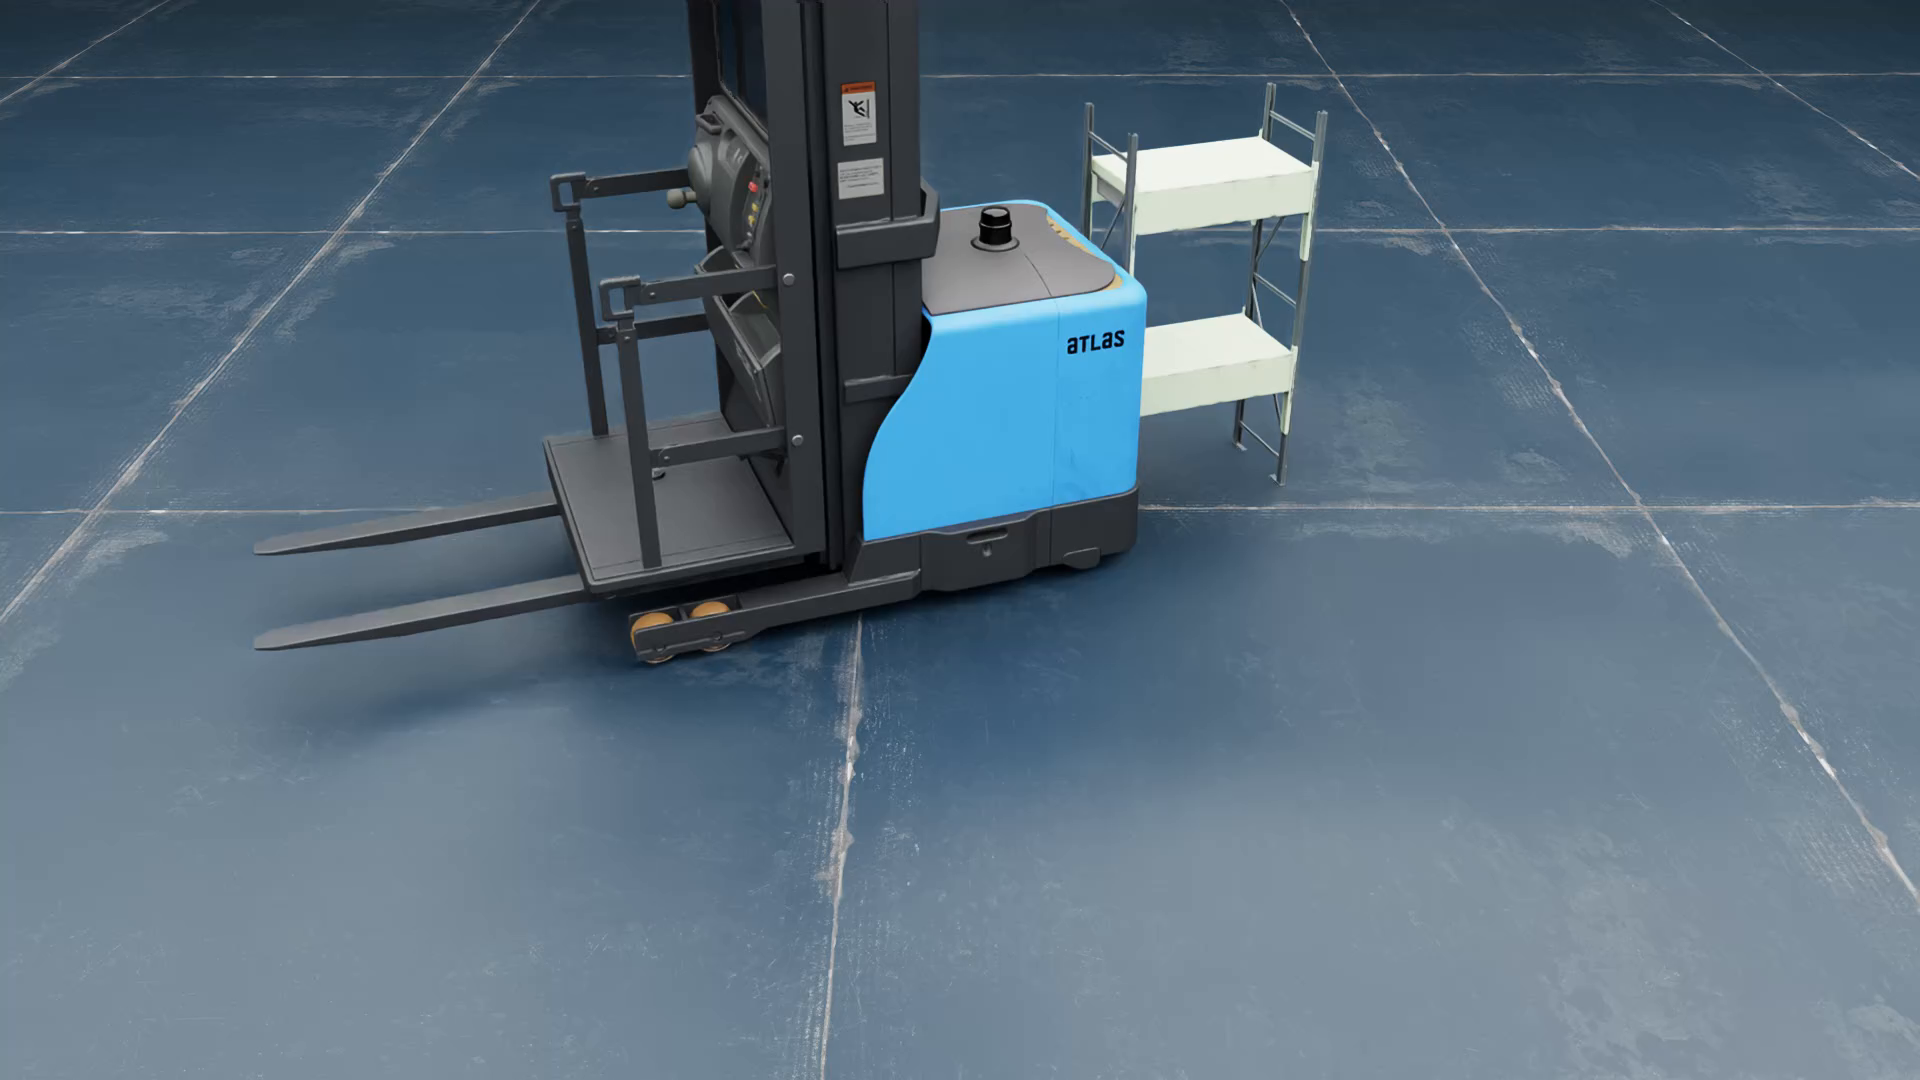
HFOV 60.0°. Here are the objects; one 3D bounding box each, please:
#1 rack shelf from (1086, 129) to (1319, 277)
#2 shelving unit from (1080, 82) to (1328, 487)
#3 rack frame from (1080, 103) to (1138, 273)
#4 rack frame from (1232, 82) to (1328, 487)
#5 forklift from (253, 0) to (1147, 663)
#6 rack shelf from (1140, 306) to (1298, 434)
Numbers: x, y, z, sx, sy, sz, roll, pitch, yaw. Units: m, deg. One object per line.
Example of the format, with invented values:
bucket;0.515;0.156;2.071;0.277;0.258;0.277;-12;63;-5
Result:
rack shelf;0.867;-1.219;6.061;0.720;0.370;0.431;-11;33;-17
shelving unit;0.867;-0.885;6.263;0.755;1.500;0.431;-11;33;-17
rack frame;0.524;-0.820;6.156;0.023;1.500;0.400;-11;33;-17
rack frame;1.211;-0.951;6.371;0.023;1.500;0.400;-11;33;-17
forklift;-0.924;-1.151;5.321;3.031;2.935;1.130;-11;33;-17
rack shelf;0.867;-0.607;6.432;0.720;0.370;0.431;-11;33;-17
